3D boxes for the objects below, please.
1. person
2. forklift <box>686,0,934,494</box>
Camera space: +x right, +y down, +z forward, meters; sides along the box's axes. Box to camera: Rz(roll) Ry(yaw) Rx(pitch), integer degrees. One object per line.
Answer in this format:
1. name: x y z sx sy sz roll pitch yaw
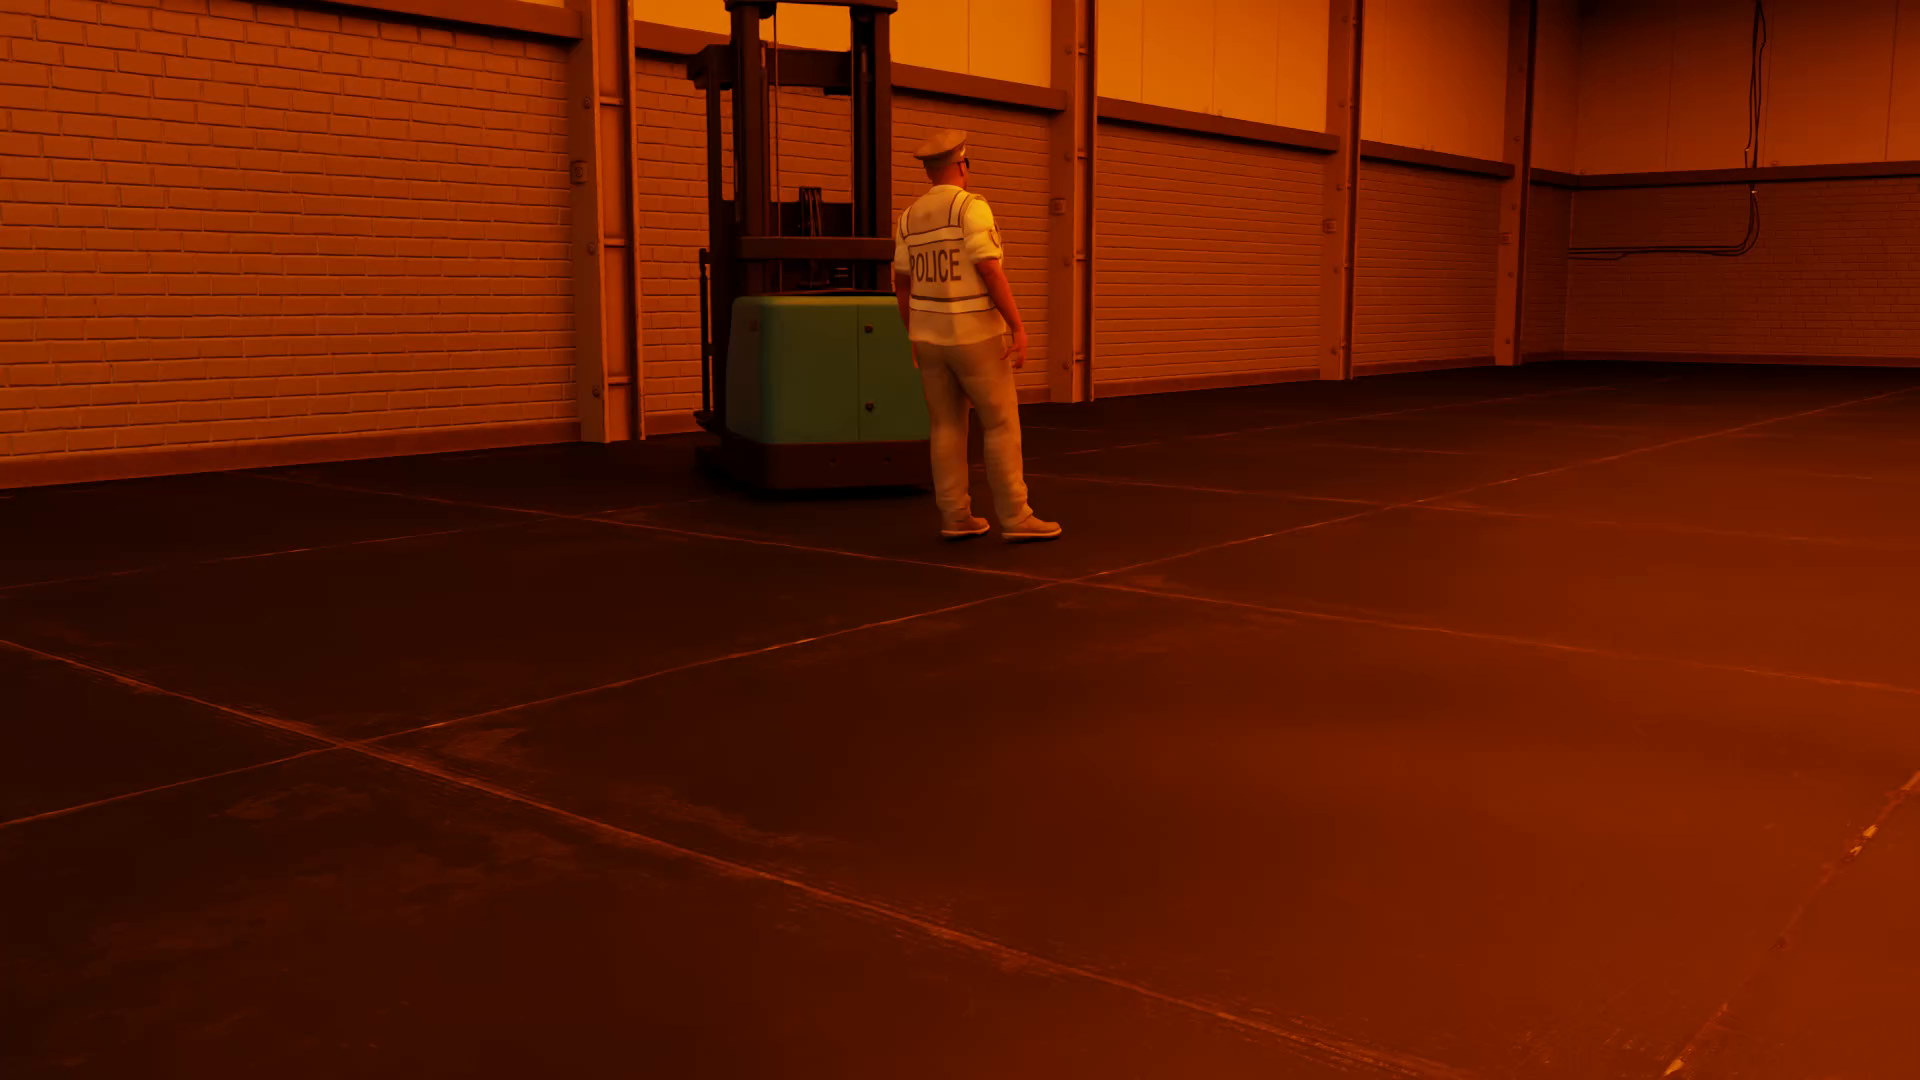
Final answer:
1. person: 0.058 -0.897 7.327 0.640 1.781 0.575 7 11 38
2. forklift: -1.018 -1.870 10.059 1.130 2.935 3.031 -3 9 -19
